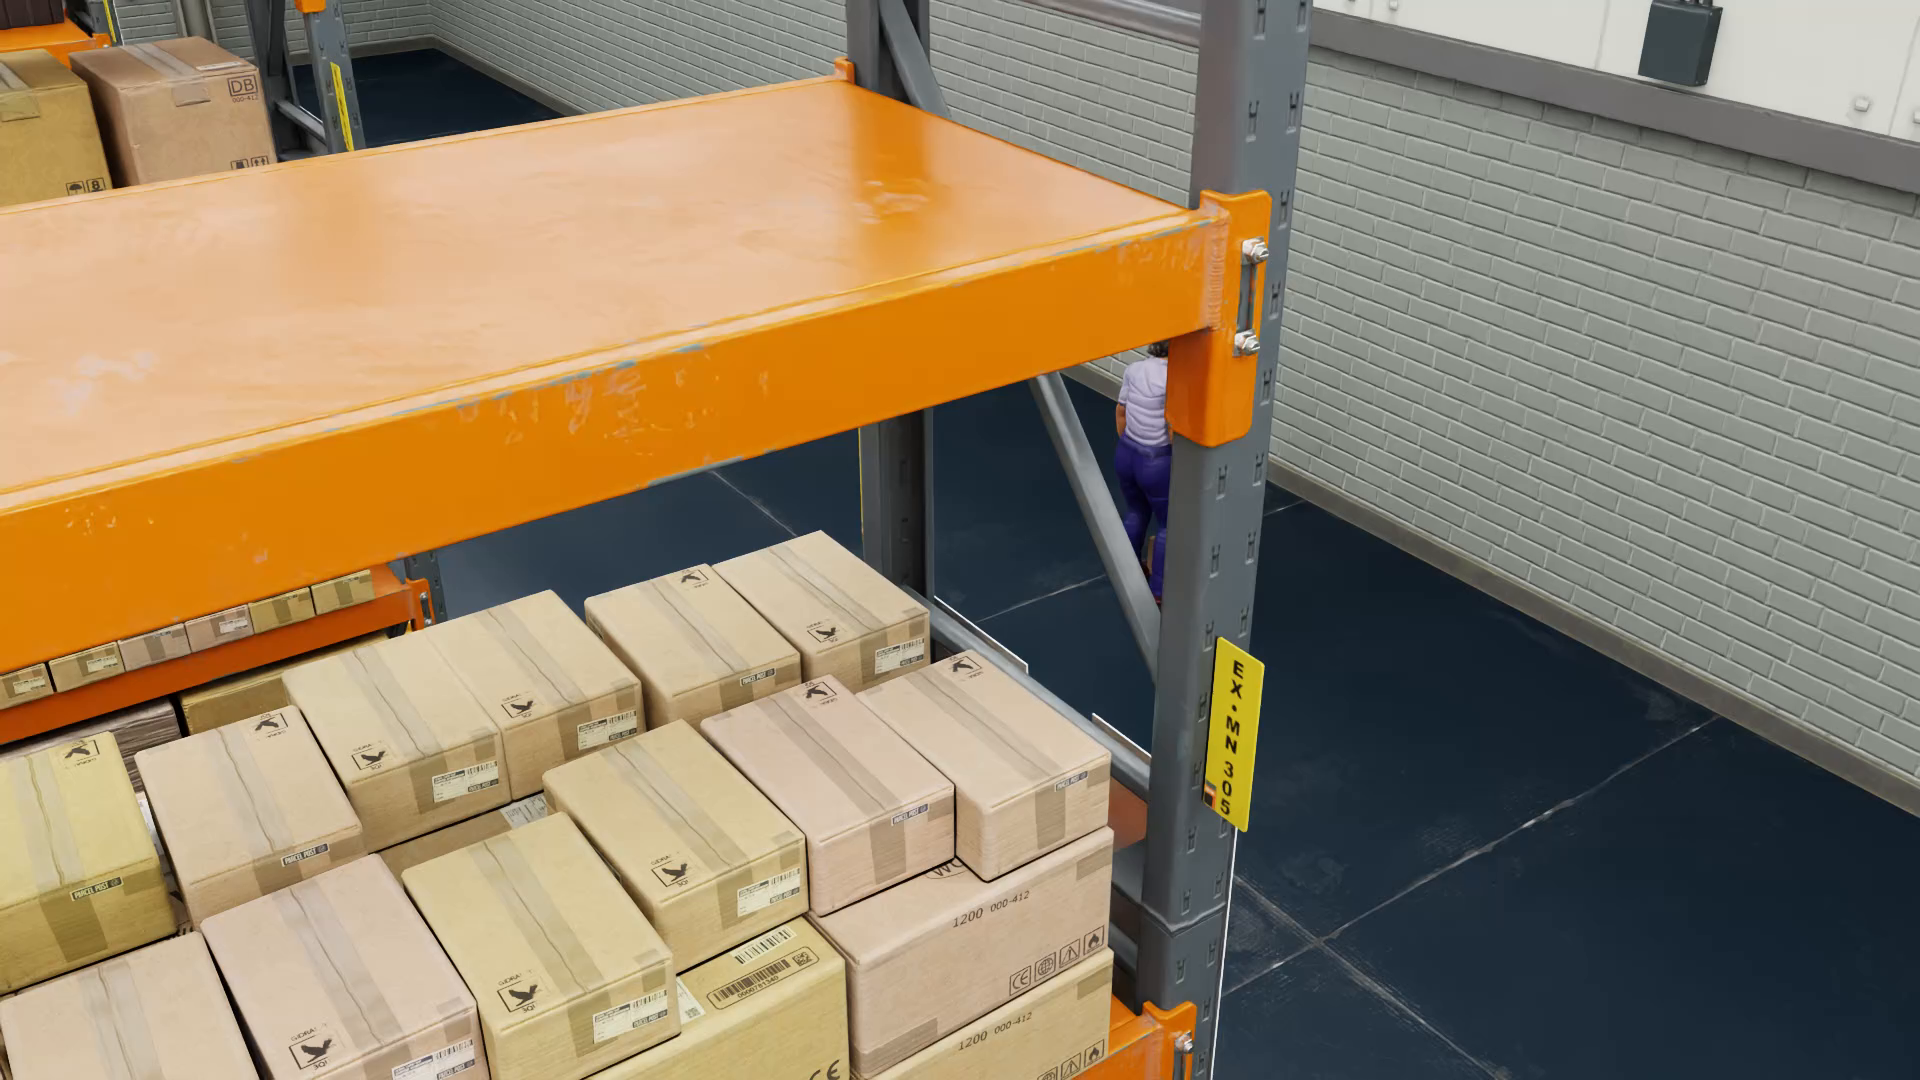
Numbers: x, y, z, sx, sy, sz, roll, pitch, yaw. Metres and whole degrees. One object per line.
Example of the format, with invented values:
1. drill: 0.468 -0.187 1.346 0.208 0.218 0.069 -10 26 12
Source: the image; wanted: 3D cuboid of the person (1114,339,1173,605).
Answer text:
1. person: 1.124 -0.445 9.489 0.341 1.650 0.548 -21 35 -33
